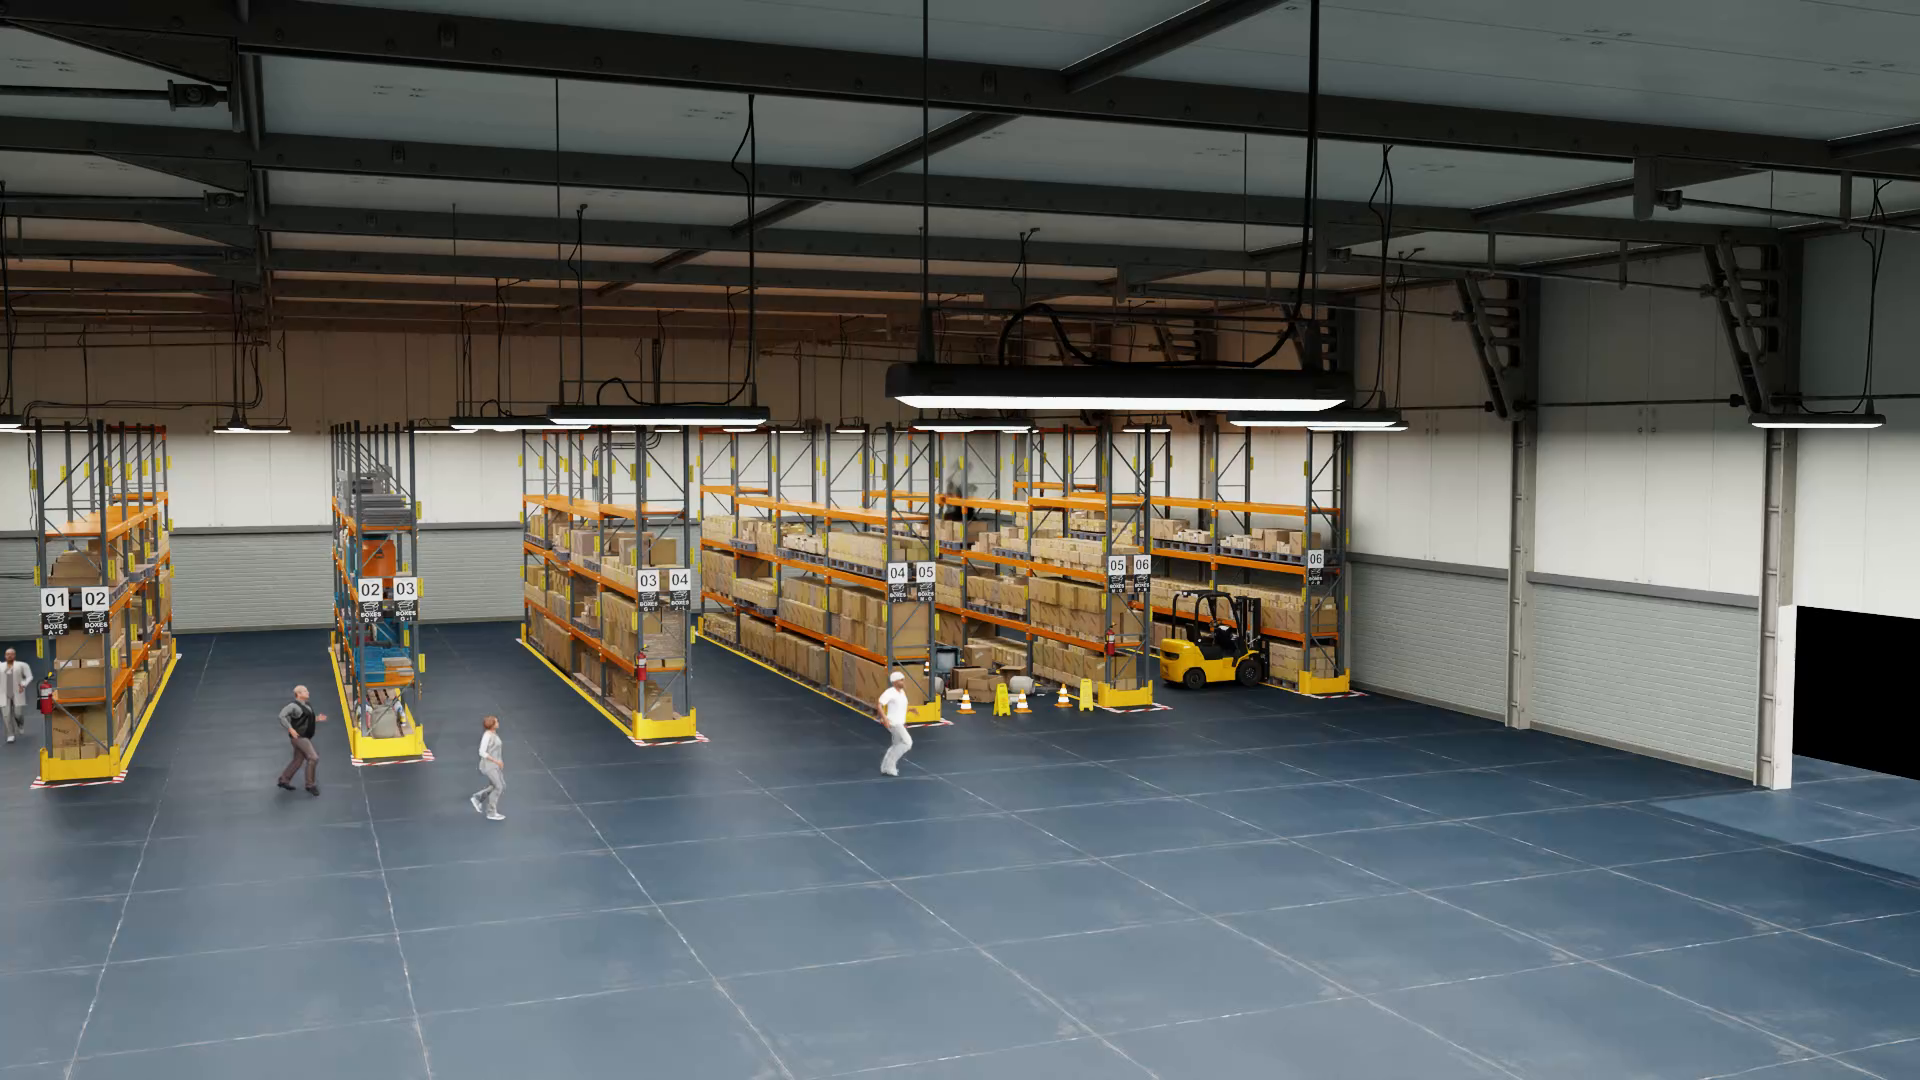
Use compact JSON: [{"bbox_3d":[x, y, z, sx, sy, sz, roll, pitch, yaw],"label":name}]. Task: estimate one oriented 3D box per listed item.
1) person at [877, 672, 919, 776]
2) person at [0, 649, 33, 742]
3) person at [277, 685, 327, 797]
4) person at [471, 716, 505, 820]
[{"bbox_3d":[-1.033,3.097,28.060,0.653,1.744,0.698,1,4,12],"label":"person"},{"bbox_3d":[-17.824,2.903,31.246,0.708,1.724,0.670,-1,4,-21],"label":"person"},{"bbox_3d":[-10.518,3.210,26.538,0.794,1.784,0.641,0,4,-4],"label":"person"},{"bbox_3d":[-7.048,3.393,24.783,0.543,1.567,0.559,0,4,-2],"label":"person"}]
